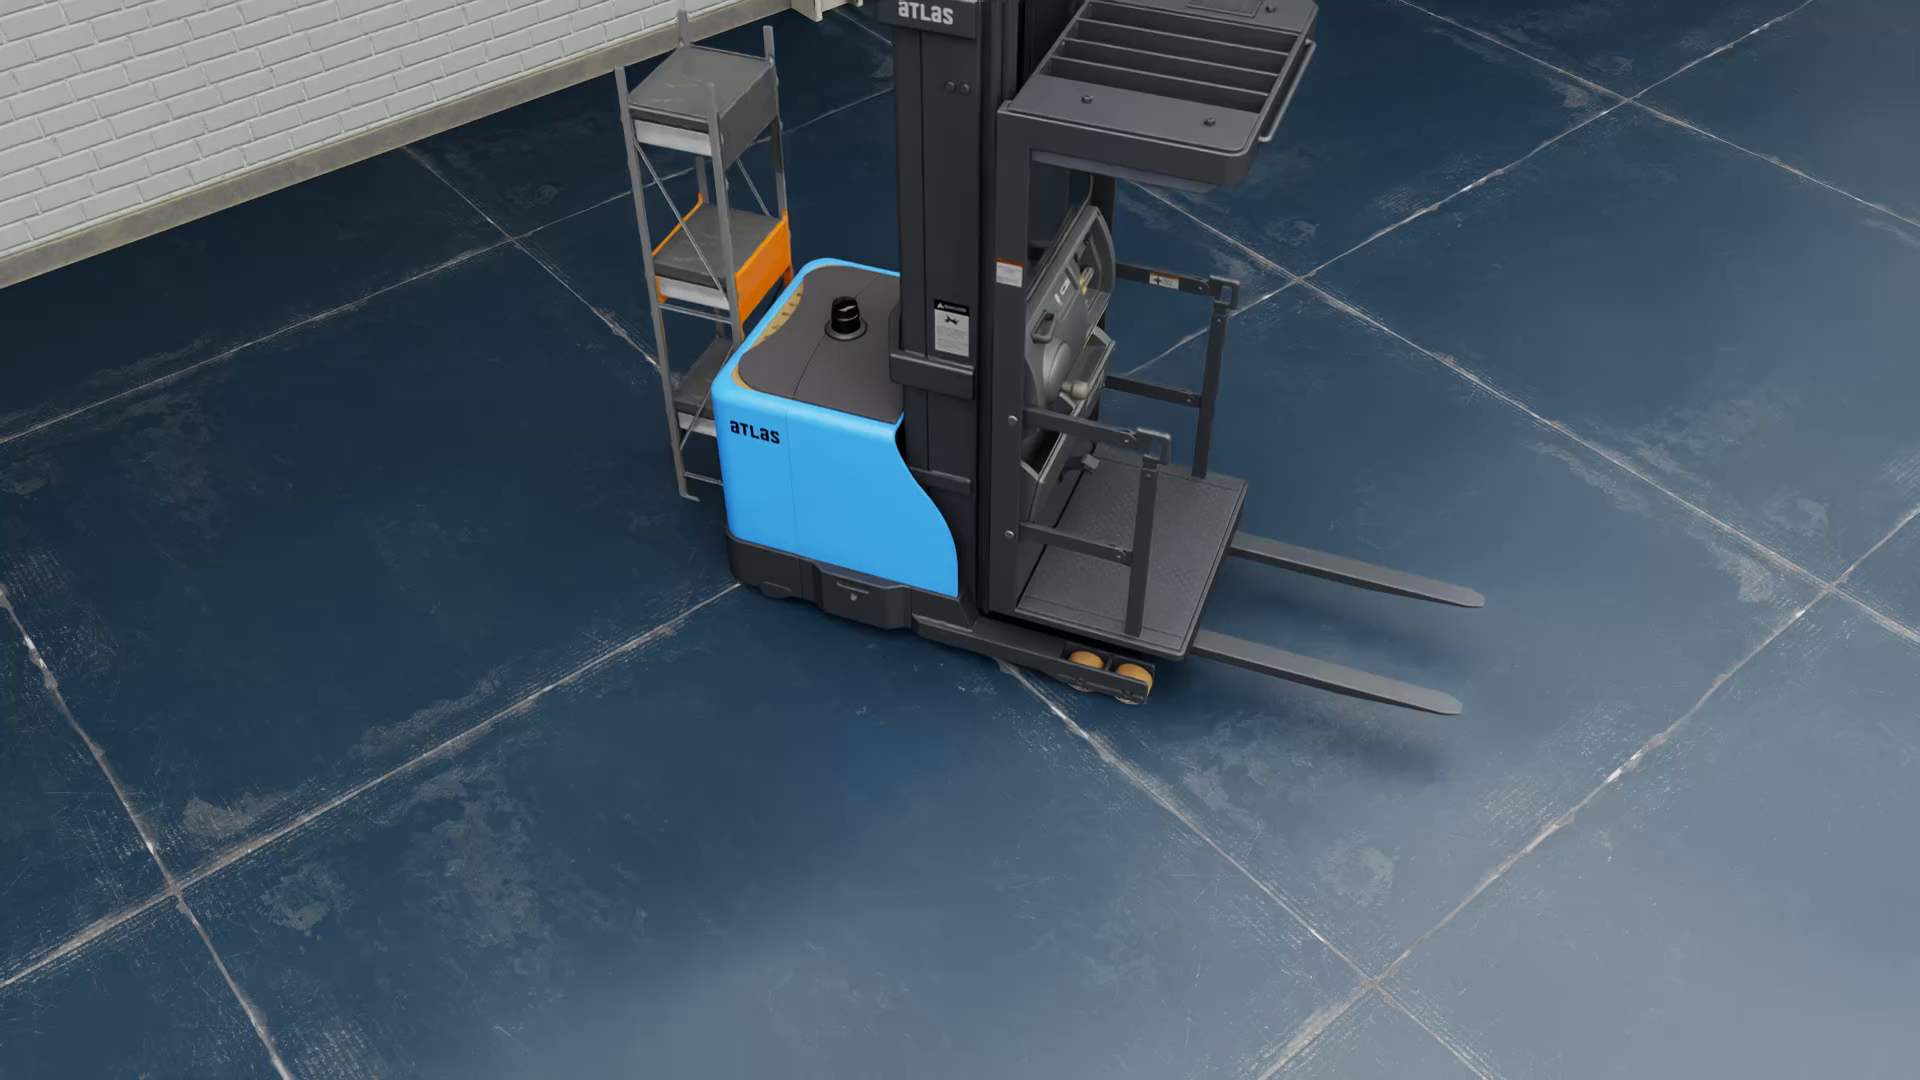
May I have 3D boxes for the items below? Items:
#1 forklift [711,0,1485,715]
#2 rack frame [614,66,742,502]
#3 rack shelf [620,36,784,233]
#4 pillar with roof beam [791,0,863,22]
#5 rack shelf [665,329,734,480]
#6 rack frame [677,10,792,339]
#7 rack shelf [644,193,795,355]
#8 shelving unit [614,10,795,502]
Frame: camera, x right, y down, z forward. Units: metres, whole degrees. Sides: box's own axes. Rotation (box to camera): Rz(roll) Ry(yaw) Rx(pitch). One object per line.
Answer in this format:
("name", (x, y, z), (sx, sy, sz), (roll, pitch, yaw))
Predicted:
("forklift", (0.593, -0.829, 6.045), (3.031, 2.935, 1.130), (15, 45, 15))
("rack frame", (-1.074, -0.916, 6.745), (0.400, 2.100, 0.015), (15, 45, 15))
("rack shelf", (-0.988, -1.573, 6.442), (0.431, 0.518, 0.480), (15, 45, 15))
("pillar with roof beam", (1.868, -4.594, 5.621), (0.400, 9.000, 9.100), (-30, 51, -28))
("rack shelf", (-0.988, -0.552, 7.400), (0.431, 0.518, 0.480), (15, 45, 15))
("rack frame", (-0.901, -1.229, 7.078), (0.400, 2.100, 0.015), (15, 45, 15))
("rack shelf", (-0.988, -1.062, 6.921), (0.431, 0.518, 0.480), (15, 45, 15))
("shelving unit", (-0.988, -1.072, 6.912), (0.431, 2.100, 0.503), (15, 45, 15))
